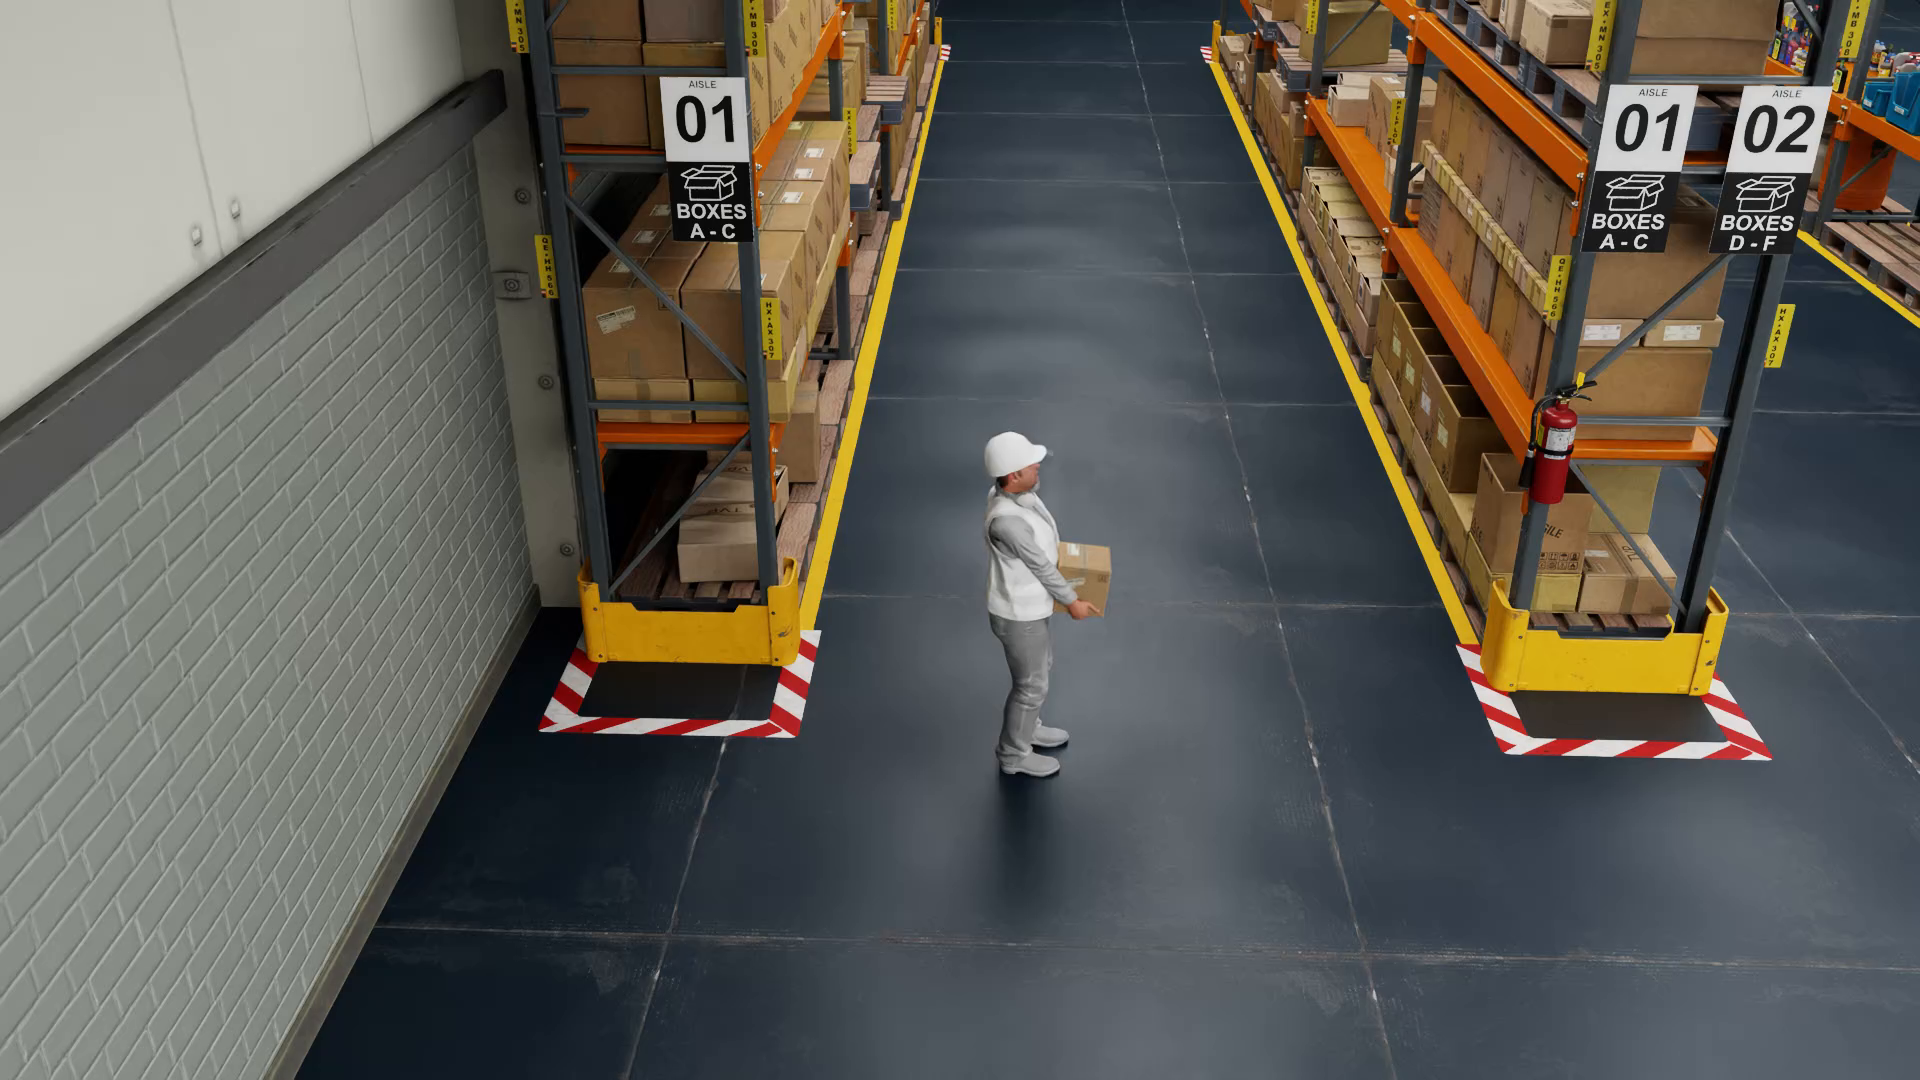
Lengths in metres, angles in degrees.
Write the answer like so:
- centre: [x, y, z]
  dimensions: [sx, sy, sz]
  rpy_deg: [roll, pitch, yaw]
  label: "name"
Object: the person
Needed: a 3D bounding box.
- centre: [0.389, 0.298, 8.038]
  dimensions: [0.555, 1.762, 0.494]
  rpy_deg: [1, 28, 2]
  label: "person"
